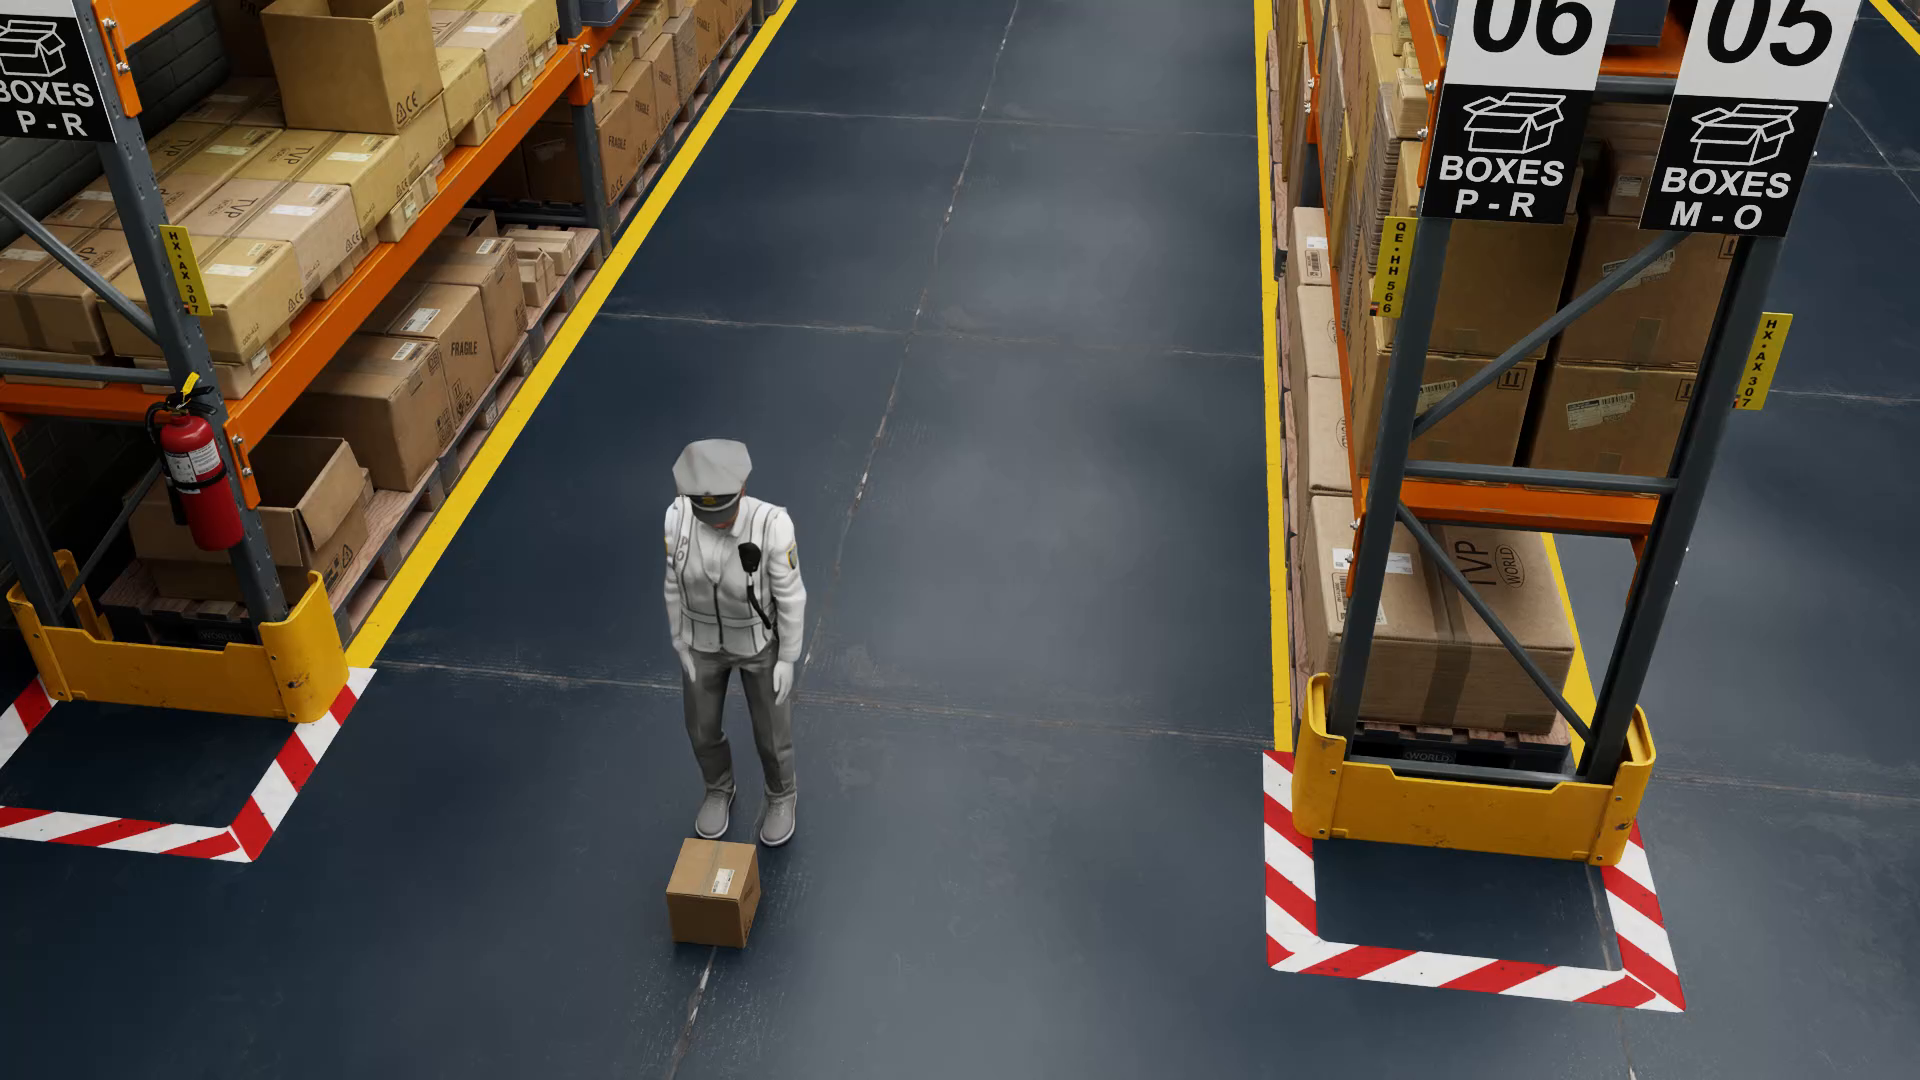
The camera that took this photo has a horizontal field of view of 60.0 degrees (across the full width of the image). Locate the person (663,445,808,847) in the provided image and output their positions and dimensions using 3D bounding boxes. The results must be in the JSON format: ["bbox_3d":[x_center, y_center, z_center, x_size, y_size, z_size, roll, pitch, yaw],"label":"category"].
[{"bbox_3d":[-0.754,0.380,5.660,0.492,1.642,0.412,5,37,7],"label":"person"}]
